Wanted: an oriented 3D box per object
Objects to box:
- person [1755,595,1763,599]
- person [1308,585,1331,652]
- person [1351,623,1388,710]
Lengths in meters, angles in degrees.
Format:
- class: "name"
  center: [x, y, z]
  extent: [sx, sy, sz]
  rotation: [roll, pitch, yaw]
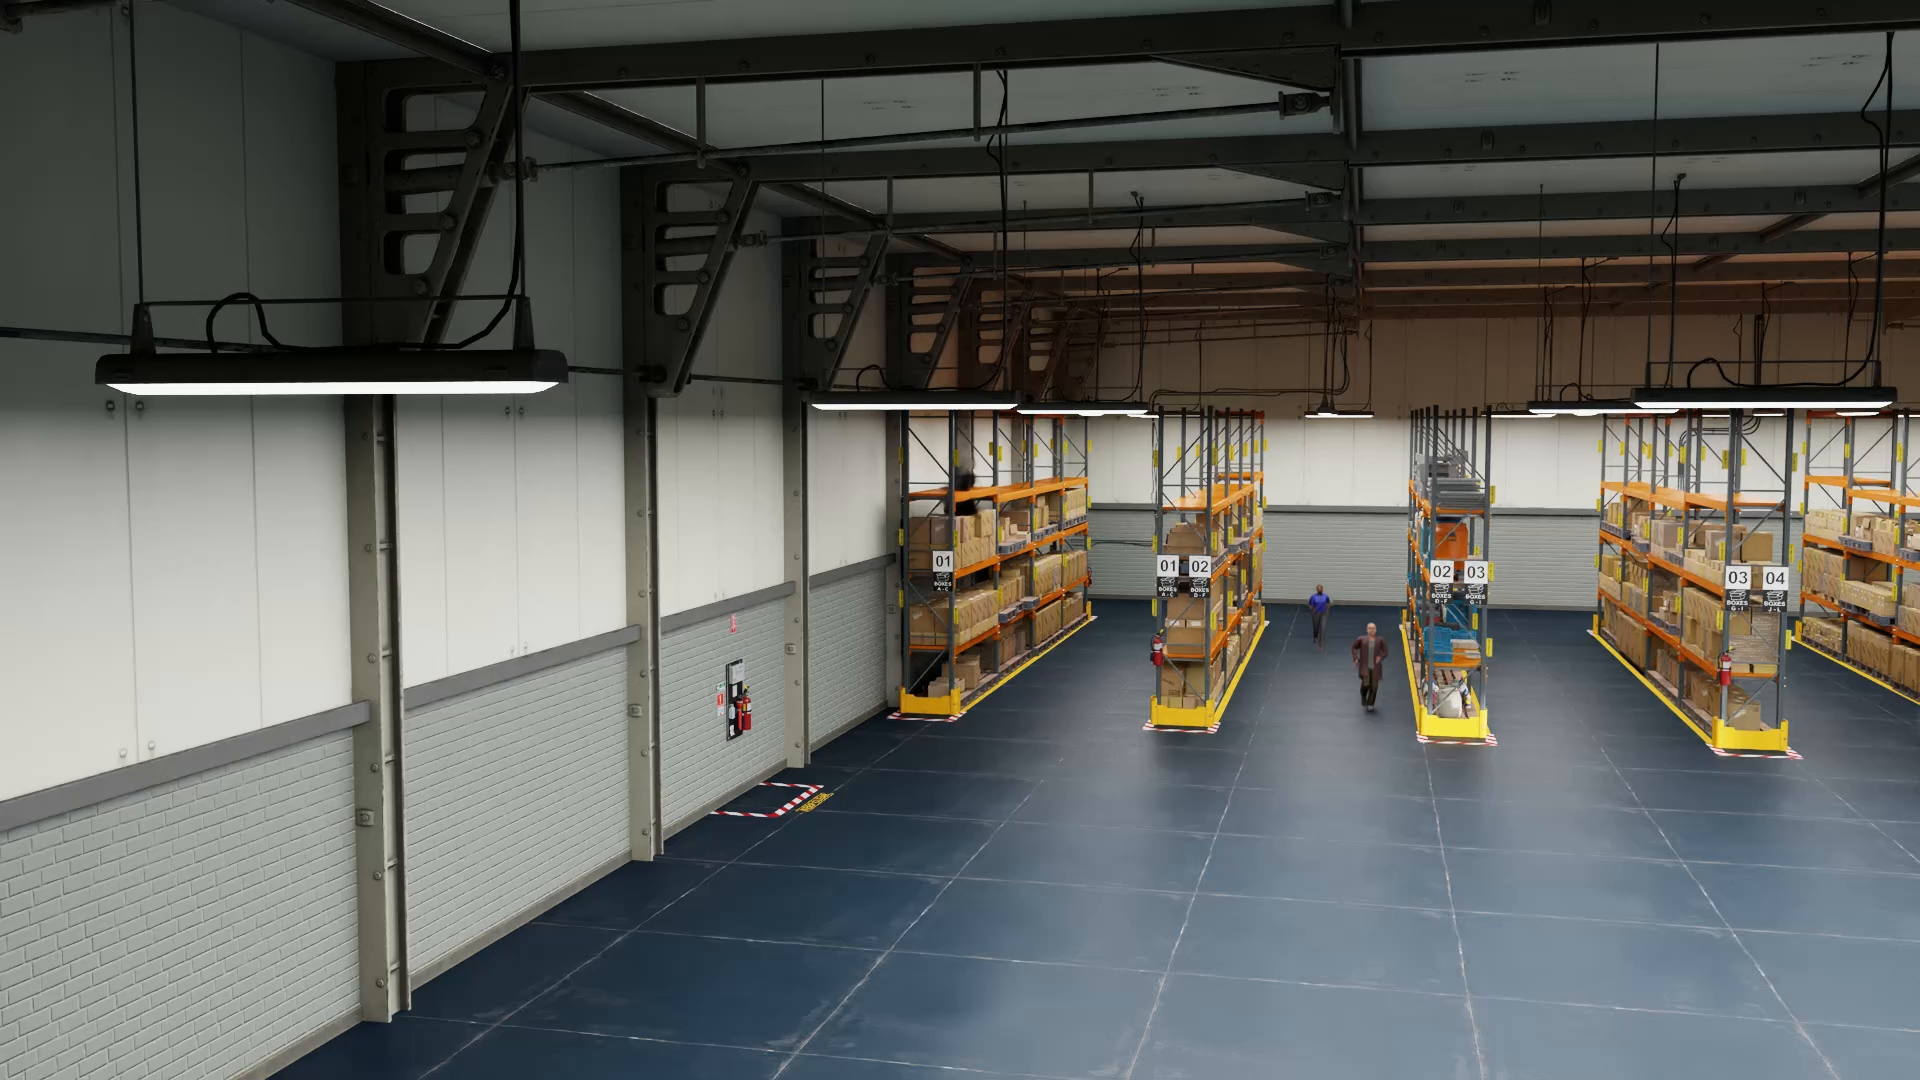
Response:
- class: "person"
  center: [20.482, 1.741, 43.069]
  extent: [0.728, 1.747, 0.935]
  rotation: [4, 6, 43]
- class: "person"
  center: [8.992, 1.942, 41.558]
  extent: [0.578, 1.649, 0.791]
  rotation: [0, 4, 5]
- class: "person"
  center: [8.068, 2.501, 32.694]
  extent: [0.695, 1.735, 0.653]
  rotation: [1, 4, 8]
